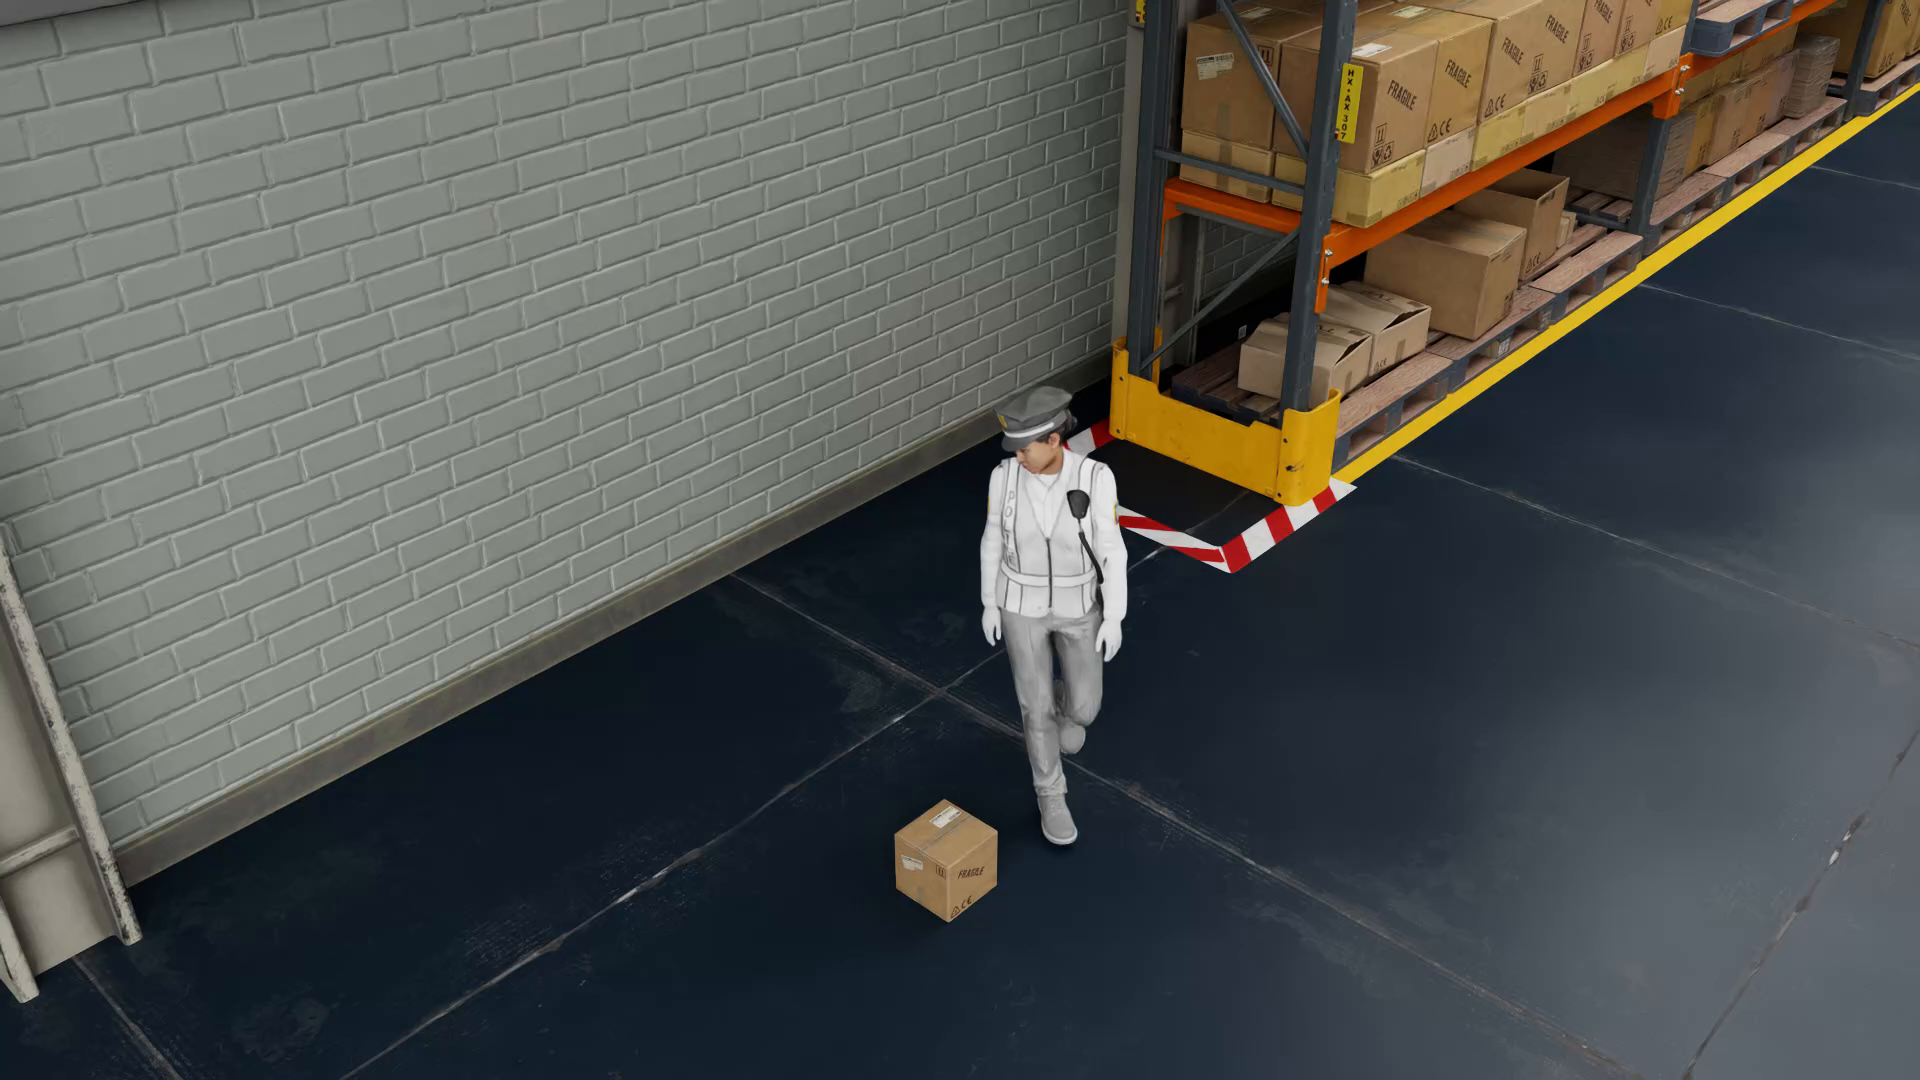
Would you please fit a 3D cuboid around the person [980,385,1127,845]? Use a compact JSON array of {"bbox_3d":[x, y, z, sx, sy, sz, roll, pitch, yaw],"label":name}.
[{"bbox_3d":[0.318,0.227,5.749,0.497,1.647,0.636,0,32,1],"label":"person"}]
